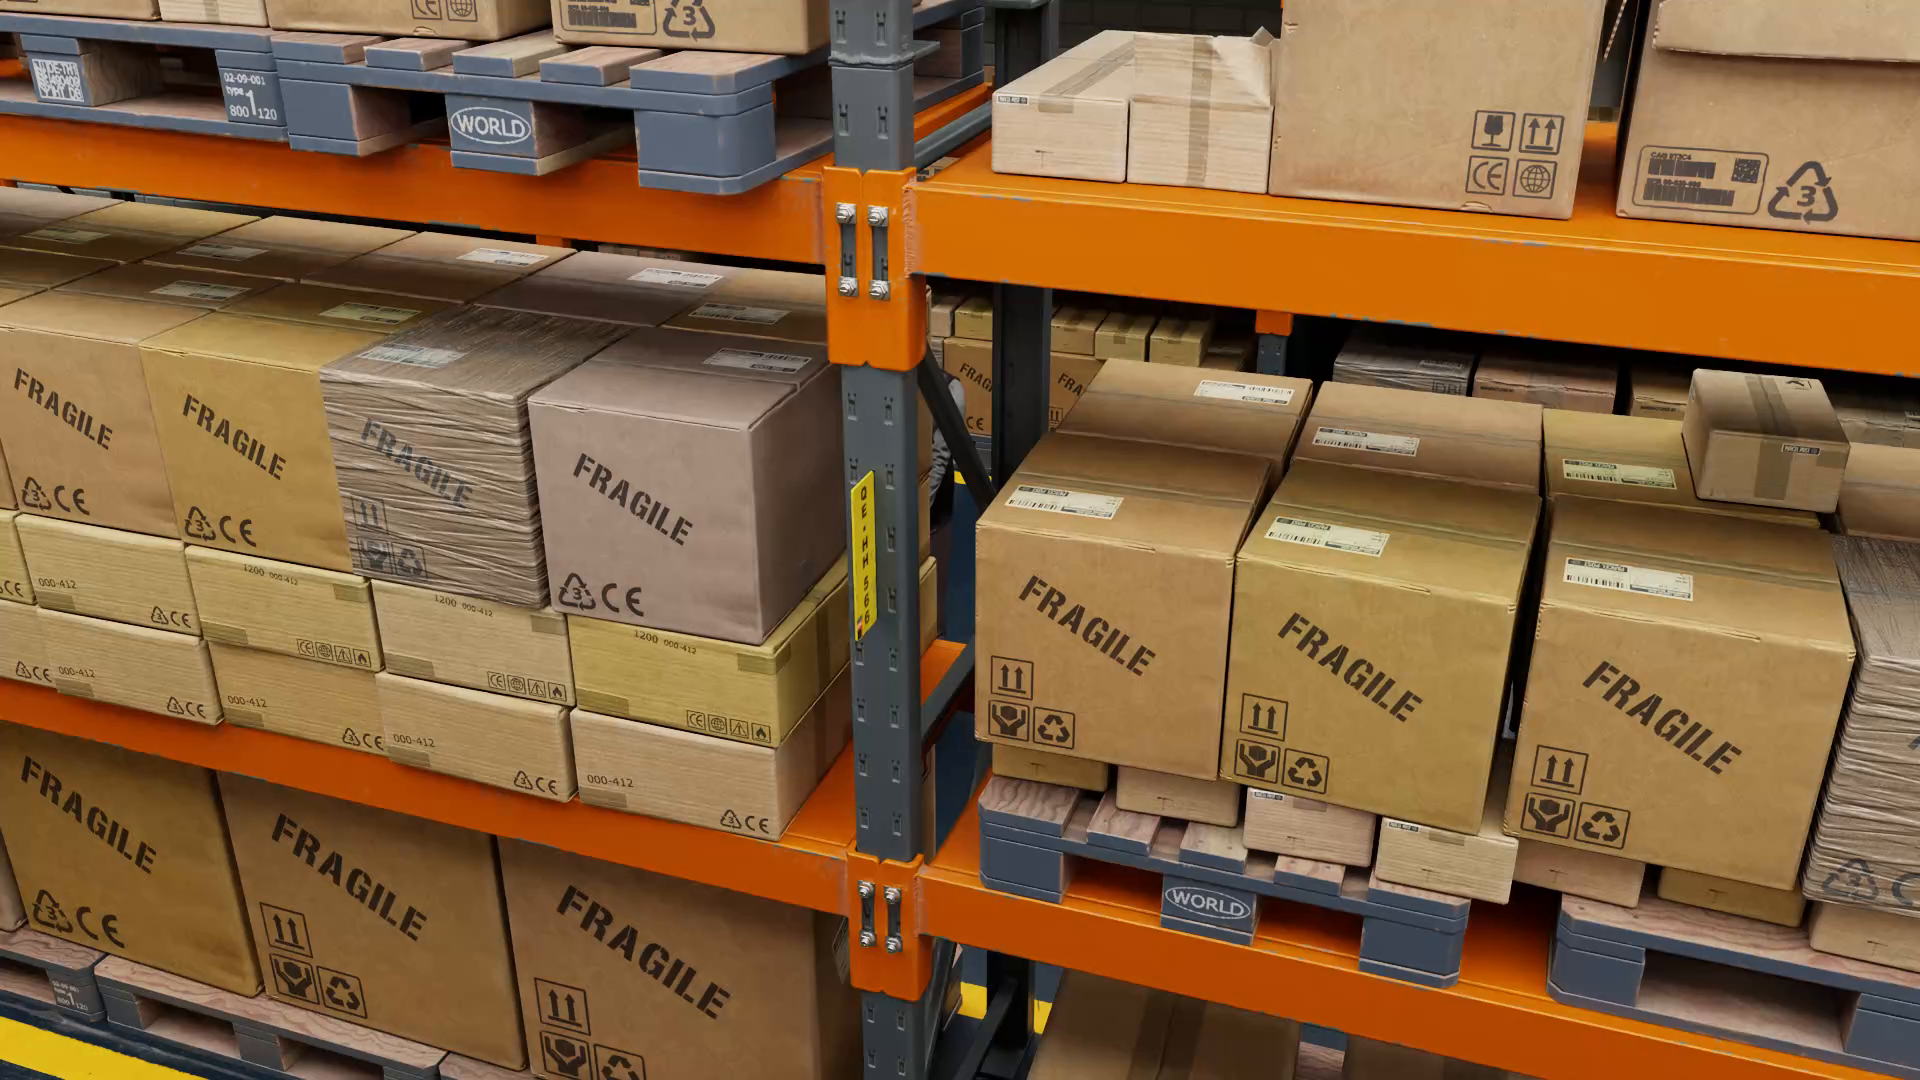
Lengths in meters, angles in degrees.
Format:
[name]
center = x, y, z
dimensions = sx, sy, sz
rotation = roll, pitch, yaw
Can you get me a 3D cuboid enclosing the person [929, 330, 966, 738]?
[person]
center = -0.254, -0.021, 6.194
dimensions = 0.494, 1.711, 0.551
rotation = 9, 27, 18
